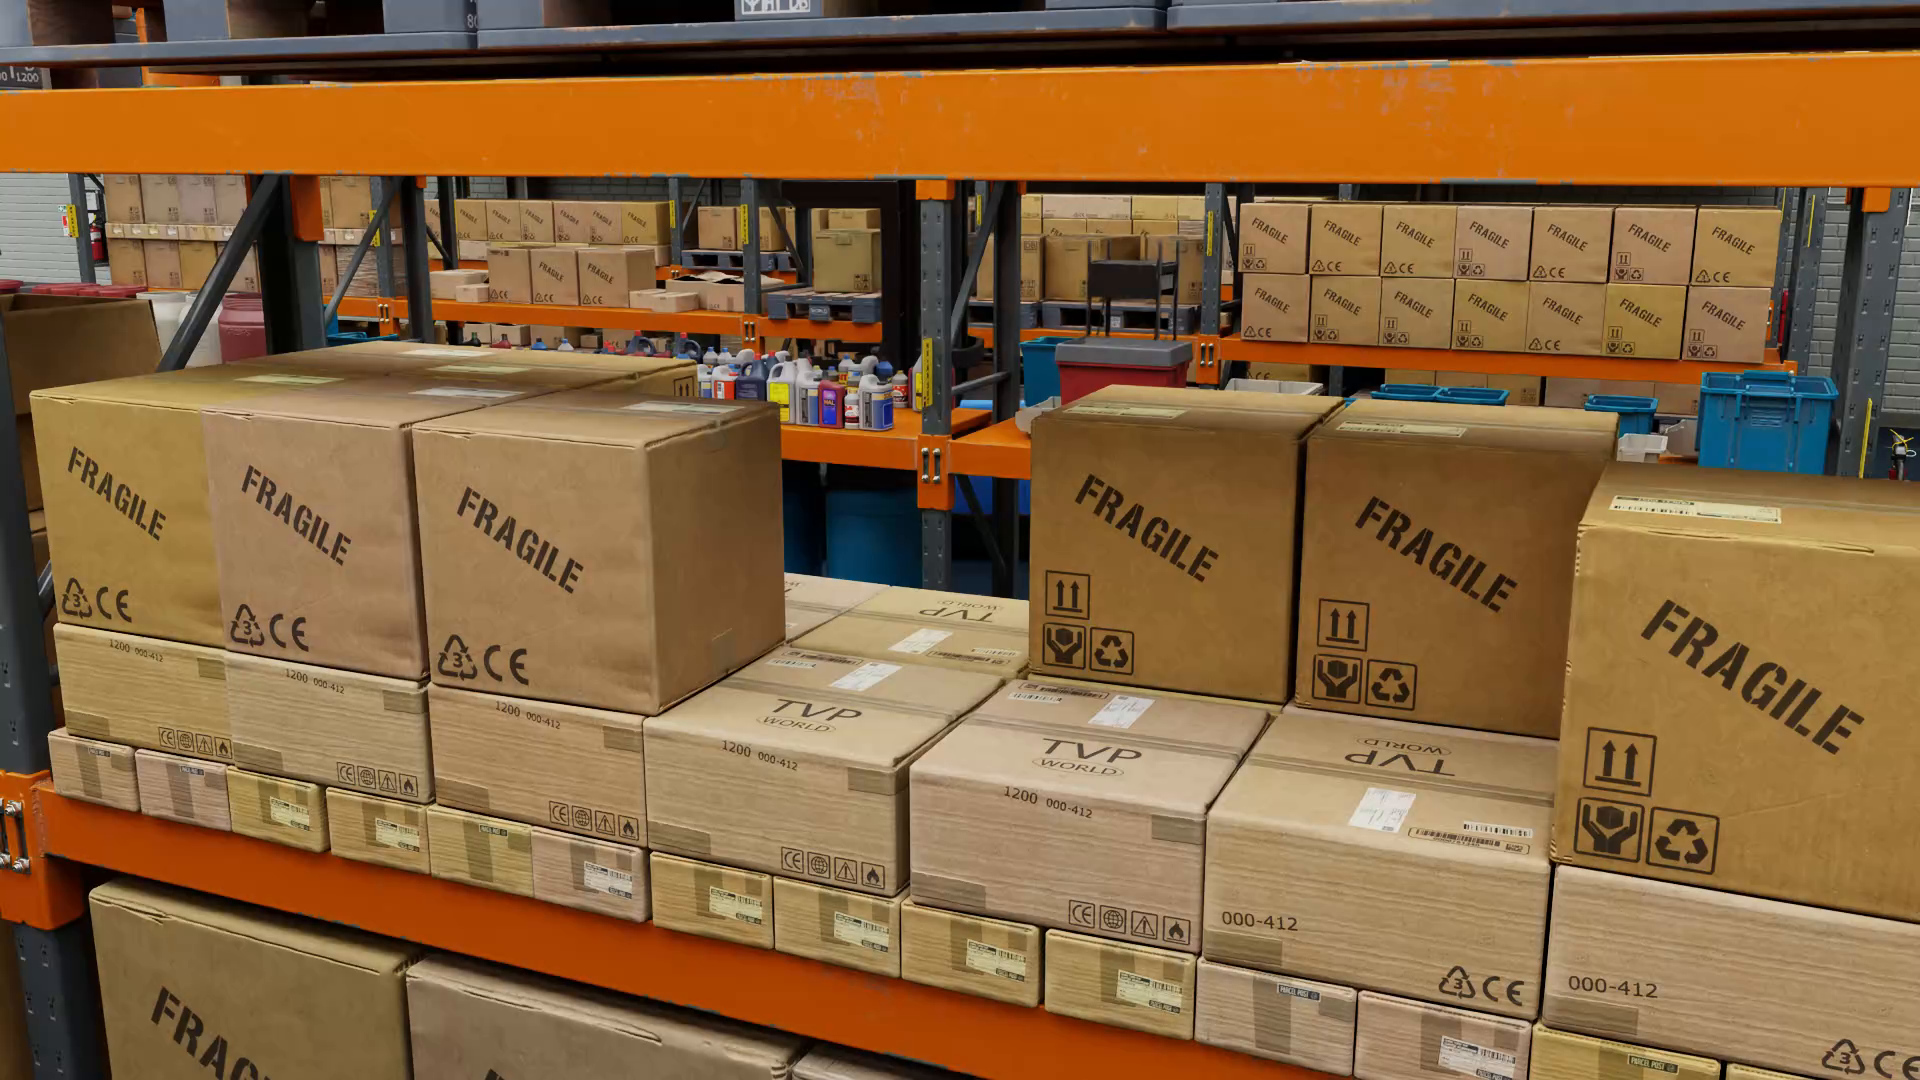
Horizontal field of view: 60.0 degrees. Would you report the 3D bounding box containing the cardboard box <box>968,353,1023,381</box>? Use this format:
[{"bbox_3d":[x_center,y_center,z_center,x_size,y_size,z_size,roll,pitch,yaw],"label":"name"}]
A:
[{"bbox_3d":[0.361,-1.421,14.110,0.500,0.250,0.500,5,14,22],"label":"cardboard box"}]

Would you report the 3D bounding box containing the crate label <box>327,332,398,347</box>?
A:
[{"bbox_3d":[-3.823,-1.195,10.649,0.416,0.233,0.303,6,14,23],"label":"crate label"}]

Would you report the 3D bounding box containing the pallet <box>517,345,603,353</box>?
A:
[{"bbox_3d":[-4.982,-2.409,21.558,1.213,0.211,1.003,6,14,23],"label":"pallet"}]

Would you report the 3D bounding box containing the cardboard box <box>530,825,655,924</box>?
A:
[{"bbox_3d":[-0.617,0.584,3.250,0.250,0.149,0.380,6,14,24],"label":"cardboard box"}]

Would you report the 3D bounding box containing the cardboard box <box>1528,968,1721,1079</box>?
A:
[{"bbox_3d":[1.022,0.750,2.544,0.250,0.149,0.380,6,14,24],"label":"cardboard box"}]

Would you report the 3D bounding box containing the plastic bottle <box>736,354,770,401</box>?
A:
[{"bbox_3d":[-1.074,-0.799,8.703,0.185,0.351,0.144,6,14,23],"label":"plastic bottle"}]

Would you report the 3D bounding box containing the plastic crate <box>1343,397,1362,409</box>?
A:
[{"bbox_3d":[1.743,-0.504,7.570,0.300,0.233,0.416,6,14,23],"label":"plastic crate"}]

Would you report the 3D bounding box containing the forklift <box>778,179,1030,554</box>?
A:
[{"bbox_3d":[-0.676,-1.428,11.425,3.031,2.935,1.130,1,13,3],"label":"forklift"}]

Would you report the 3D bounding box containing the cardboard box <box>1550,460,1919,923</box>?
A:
[{"bbox_3d":[1.167,0.188,2.423,0.500,0.500,0.500,6,14,24],"label":"cardboard box"}]

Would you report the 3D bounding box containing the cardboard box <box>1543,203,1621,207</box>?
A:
[{"bbox_3d":[4.499,-2.179,12.069,0.500,0.500,0.500,6,14,24],"label":"cardboard box"}]

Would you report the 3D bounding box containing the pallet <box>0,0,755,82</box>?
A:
[{"bbox_3d":[-1.195,-1.094,3.480,1.213,0.211,1.003,6,14,23],"label":"pallet"}]

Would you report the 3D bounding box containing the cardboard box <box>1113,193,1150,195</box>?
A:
[{"bbox_3d":[1.883,-3.713,18.455,0.500,0.250,0.500,5,14,22],"label":"cardboard box"}]

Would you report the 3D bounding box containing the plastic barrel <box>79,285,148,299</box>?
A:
[{"bbox_3d":[-5.394,-1.354,10.660,0.433,0.535,0.433,0,13,0],"label":"plastic barrel"}]

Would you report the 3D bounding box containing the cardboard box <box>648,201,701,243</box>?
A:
[{"bbox_3d":[-3.579,-3.988,20.827,0.500,0.500,0.500,5,14,22],"label":"cardboard box"}]

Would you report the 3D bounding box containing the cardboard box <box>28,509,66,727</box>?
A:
[{"bbox_3d":[-2.477,0.210,4.074,0.500,0.500,0.500,6,14,23],"label":"cardboard box"}]

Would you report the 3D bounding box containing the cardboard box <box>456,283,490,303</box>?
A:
[{"bbox_3d":[-4.510,-2.317,15.613,0.250,0.149,0.380,6,14,23],"label":"cardboard box"}]

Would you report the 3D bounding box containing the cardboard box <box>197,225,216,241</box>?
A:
[{"bbox_3d":[-7.444,-3.099,16.755,0.250,0.149,0.380,6,14,23],"label":"cardboard box"}]

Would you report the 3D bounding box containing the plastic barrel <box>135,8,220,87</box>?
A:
[{"bbox_3d":[-4.850,-3.011,10.514,0.708,0.830,0.600,6,14,23],"label":"plastic barrel"}]

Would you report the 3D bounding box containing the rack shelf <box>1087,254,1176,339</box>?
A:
[{"bbox_3d":[1.151,-1.623,11.063,0.480,0.518,0.431,6,14,25],"label":"rack shelf"}]

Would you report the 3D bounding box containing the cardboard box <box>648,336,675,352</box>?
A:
[{"bbox_3d":[-3.735,-2.477,20.984,0.250,0.166,0.380,4,14,16],"label":"cardboard box"}]

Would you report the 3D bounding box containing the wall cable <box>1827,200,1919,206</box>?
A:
[{"bbox_3d":[9.292,-3.062,16.015,1.851,1.984,0.084,6,14,23],"label":"wall cable"}]

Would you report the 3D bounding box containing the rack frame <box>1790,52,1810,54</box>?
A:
[{"bbox_3d":[7.738,-5.409,15.109,0.127,3.000,1.000,6,14,23],"label":"rack frame"}]

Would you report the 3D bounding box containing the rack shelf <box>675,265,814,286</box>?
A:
[{"bbox_3d":[-1.405,-3.064,19.820,4.000,0.370,1.077,6,14,23],"label":"rack shelf"}]

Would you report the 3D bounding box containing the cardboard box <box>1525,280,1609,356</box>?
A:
[{"bbox_3d":[4.285,-1.581,11.710,0.500,0.500,0.500,6,14,24],"label":"cardboard box"}]

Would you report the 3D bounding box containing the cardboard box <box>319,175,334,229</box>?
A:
[{"bbox_3d":[-6.108,-3.330,16.323,0.500,0.500,0.700,6,14,23],"label":"cardboard box"}]

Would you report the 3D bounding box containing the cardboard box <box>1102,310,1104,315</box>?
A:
[{"bbox_3d":[1.841,-2.209,18.389,0.750,0.750,0.750,6,14,23],"label":"cardboard box"}]

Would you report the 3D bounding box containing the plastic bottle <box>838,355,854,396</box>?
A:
[{"bbox_3d":[-0.631,-0.900,9.304,0.097,0.271,0.097,0,13,0],"label":"plastic bottle"}]

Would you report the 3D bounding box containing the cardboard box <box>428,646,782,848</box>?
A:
[{"bbox_3d":[-0.686,0.365,3.309,0.500,0.250,0.500,6,15,25],"label":"cardboard box"}]

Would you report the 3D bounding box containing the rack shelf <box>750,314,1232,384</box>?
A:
[{"bbox_3d":[0.249,-1.659,13.832,4.000,0.370,1.077,6,14,23],"label":"rack shelf"}]

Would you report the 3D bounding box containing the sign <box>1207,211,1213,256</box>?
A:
[{"bbox_3d":[1.856,-2.271,12.333,0.005,0.325,0.100,6,14,23],"label":"sign"}]

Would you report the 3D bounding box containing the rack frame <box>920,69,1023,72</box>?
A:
[{"bbox_3d":[0.068,-3.710,7.868,0.127,3.000,1.000,6,14,23],"label":"rack frame"}]

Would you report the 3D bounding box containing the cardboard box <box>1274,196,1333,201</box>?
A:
[{"bbox_3d":[3.550,-3.417,17.195,0.500,0.250,0.500,6,15,25],"label":"cardboard box"}]

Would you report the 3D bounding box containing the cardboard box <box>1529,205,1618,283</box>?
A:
[{"bbox_3d":[4.278,-2.066,11.587,0.500,0.500,0.500,6,15,25],"label":"cardboard box"}]

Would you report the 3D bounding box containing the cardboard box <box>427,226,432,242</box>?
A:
[{"bbox_3d":[-5.404,-2.994,16.308,0.250,0.149,0.380,6,14,23],"label":"cardboard box"}]

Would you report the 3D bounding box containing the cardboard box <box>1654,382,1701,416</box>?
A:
[{"bbox_3d":[7.057,-1.520,16.219,0.500,0.500,0.700,6,14,23],"label":"cardboard box"}]

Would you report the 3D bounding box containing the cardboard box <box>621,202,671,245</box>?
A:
[{"bbox_3d":[-3.791,-3.880,20.367,0.500,0.500,0.500,6,14,23],"label":"cardboard box"}]

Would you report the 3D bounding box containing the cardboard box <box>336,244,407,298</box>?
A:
[{"bbox_3d":[-5.645,-2.652,16.273,0.500,0.500,0.700,5,14,22],"label":"cardboard box"}]

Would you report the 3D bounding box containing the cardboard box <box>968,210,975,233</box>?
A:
[{"bbox_3d":[-0.010,-3.533,19.064,0.500,0.500,0.700,4,14,17],"label":"cardboard box"}]

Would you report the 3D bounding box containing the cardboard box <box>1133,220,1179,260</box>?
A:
[{"bbox_3d":[2.171,-3.191,17.872,0.500,0.500,0.500,6,15,25],"label":"cardboard box"}]

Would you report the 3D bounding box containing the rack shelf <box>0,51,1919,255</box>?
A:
[{"bbox_3d":[-0.110,-0.680,3.095,4.000,0.370,1.077,6,14,23],"label":"rack shelf"}]

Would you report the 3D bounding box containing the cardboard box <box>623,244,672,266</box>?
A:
[{"bbox_3d":[-3.790,-3.516,20.458,0.500,0.250,0.500,6,14,23],"label":"cardboard box"}]

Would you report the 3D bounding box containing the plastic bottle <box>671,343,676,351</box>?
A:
[{"bbox_3d":[-1.711,-1.019,9.788,0.133,0.283,0.061,6,14,23],"label":"plastic bottle"}]

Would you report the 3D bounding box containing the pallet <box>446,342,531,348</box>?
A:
[{"bbox_3d":[-6.093,-2.522,22.040,1.213,0.211,1.003,6,14,23],"label":"pallet"}]

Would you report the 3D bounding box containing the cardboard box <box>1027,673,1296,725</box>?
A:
[{"bbox_3d":[0.453,0.349,3.380,0.500,0.250,0.500,5,14,21],"label":"cardboard box"}]

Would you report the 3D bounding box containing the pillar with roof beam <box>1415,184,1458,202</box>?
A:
[{"bbox_3d":[3.327,-4.996,13.348,0.400,9.000,9.100,6,14,23],"label":"pillar with roof beam"}]

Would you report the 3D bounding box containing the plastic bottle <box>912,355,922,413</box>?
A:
[{"bbox_3d":[-0.160,-0.869,9.002,0.185,0.351,0.144,6,14,23],"label":"plastic bottle"}]

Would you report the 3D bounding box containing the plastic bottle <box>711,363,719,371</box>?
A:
[{"bbox_3d":[-1.308,-0.816,8.950,0.097,0.271,0.097,0,13,0],"label":"plastic bottle"}]

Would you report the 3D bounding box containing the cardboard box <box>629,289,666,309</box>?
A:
[{"bbox_3d":[-2.768,-2.178,15.020,0.250,0.149,0.380,7,15,27],"label":"cardboard box"}]

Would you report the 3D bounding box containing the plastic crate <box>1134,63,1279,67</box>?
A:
[{"bbox_3d":[1.092,-2.014,7.492,0.590,0.269,0.497,6,14,23],"label":"plastic crate"}]

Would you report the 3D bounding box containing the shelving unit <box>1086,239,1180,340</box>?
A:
[{"bbox_3d":[1.148,-0.954,11.215,0.503,2.100,0.431,6,14,25],"label":"shelving unit"}]
